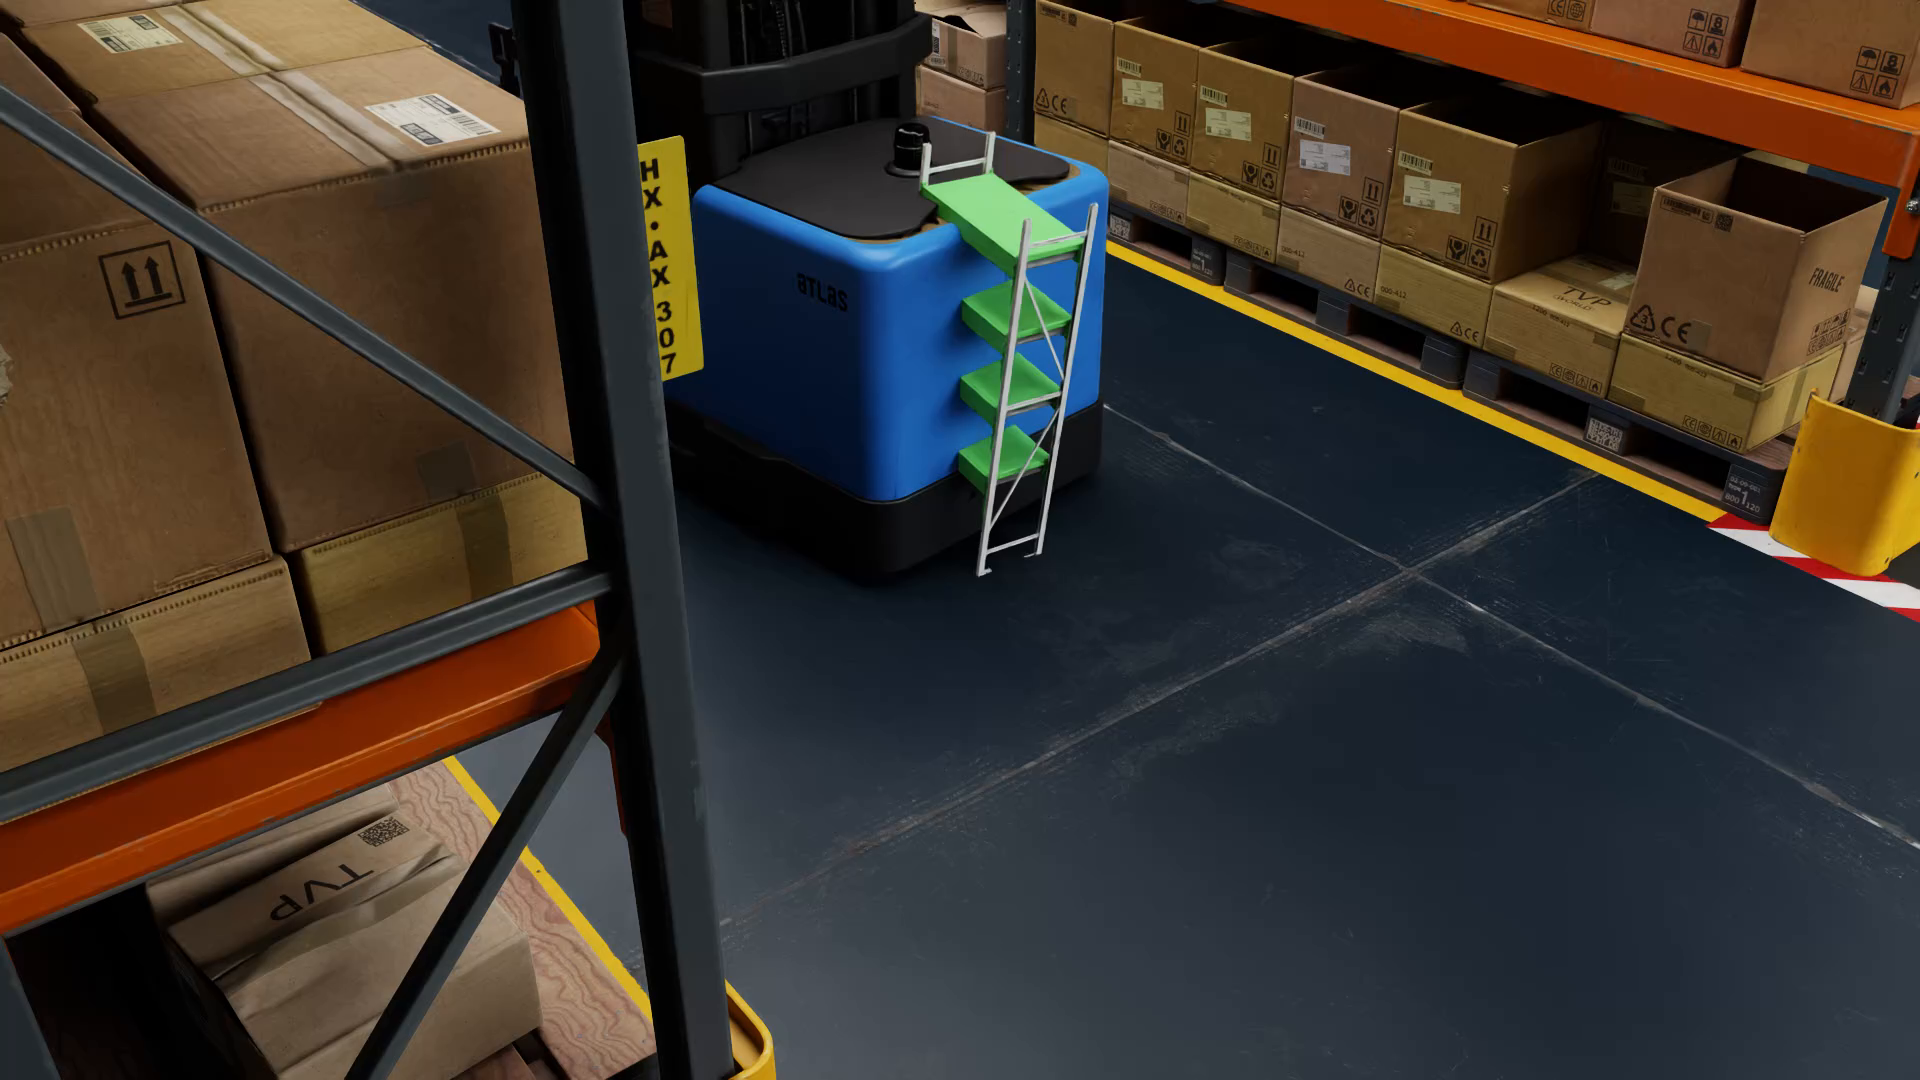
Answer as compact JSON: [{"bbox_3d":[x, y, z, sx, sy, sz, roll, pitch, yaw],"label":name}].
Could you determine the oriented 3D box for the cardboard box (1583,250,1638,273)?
[{"bbox_3d":[2.629,-0.931,6.114,0.500,0.250,0.500,-22,38,-31],"label":"cardboard box"}]

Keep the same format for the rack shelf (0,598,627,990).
[{"bbox_3d":[-2.045,-0.342,3.639,1.077,0.370,4.000,-22,38,-31],"label":"rack shelf"}]

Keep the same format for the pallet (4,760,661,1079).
[{"bbox_3d":[-1.336,0.989,3.458,1.003,0.211,1.213,-22,38,-31],"label":"pallet"}]

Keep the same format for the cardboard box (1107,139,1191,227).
[{"bbox_3d":[0.987,-1.594,7.182,0.500,0.250,0.500,-22,38,-31],"label":"cardboard box"}]

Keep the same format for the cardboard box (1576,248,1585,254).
[{"bbox_3d":[2.323,-1.140,6.450,0.500,0.250,0.500,-22,38,-31],"label":"cardboard box"}]

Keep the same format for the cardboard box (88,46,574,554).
[{"bbox_3d":[-0.874,-0.374,2.421,0.500,0.500,0.500,-22,38,-31],"label":"cardboard box"}]

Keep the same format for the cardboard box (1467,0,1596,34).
[{"bbox_3d":[2.190,-2.086,5.670,0.700,0.500,0.500,-22,38,-31],"label":"cardboard box"}]

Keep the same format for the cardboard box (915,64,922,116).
[{"bbox_3d":[-0.153,-2.386,8.457,0.500,0.250,0.500,-23,39,-32],"label":"cardboard box"}]

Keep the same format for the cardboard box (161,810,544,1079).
[{"bbox_3d":[-1.172,0.824,3.212,0.500,0.311,0.500,-27,41,-36],"label":"cardboard box"}]

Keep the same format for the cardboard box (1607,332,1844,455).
[{"bbox_3d":[2.530,-0.557,5.511,0.500,0.250,0.500,-22,38,-31],"label":"cardboard box"}]

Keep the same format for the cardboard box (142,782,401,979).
[{"bbox_3d":[-1.521,0.586,3.595,0.500,0.311,0.500,-19,37,-28],"label":"cardboard box"}]

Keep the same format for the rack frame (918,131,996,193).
[{"bbox_3d":[-0.060,-0.665,5.074,0.240,1.200,0.015,-18,44,-29],"label":"rack frame"}]

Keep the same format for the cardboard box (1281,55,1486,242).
[{"bbox_3d":[1.598,-1.495,6.312,0.500,0.500,0.500,-22,38,-31],"label":"cardboard box"}]

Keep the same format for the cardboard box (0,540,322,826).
[{"bbox_3d":[-1.258,0.109,2.354,0.500,0.250,0.500,-22,38,-31],"label":"cardboard box"}]

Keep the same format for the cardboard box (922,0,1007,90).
[{"bbox_3d":[0.164,-2.410,7.964,0.500,0.311,0.500,-22,38,-31],"label":"cardboard box"}]

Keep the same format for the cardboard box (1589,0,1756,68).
[{"bbox_3d":[2.490,-1.877,5.334,0.700,0.500,0.500,-21,38,-30],"label":"cardboard box"}]

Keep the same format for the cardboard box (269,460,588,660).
[{"bbox_3d":[-0.867,-0.065,2.635,0.500,0.250,0.500,-24,39,-33],"label":"cardboard box"}]

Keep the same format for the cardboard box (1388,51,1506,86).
[{"bbox_3d":[2.021,-1.669,6.591,0.500,0.500,0.500,-22,38,-31],"label":"cardboard box"}]

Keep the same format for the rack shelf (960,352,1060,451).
[{"bbox_3d":[0.068,-0.480,4.960,0.258,0.148,0.480,-18,44,-29],"label":"rack shelf"}]

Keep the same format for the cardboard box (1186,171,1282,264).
[{"bbox_3d":[1.289,-1.384,6.844,0.500,0.250,0.500,-22,38,-31],"label":"cardboard box"}]

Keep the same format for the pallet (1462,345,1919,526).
[{"bbox_3d":[2.590,-0.539,5.918,1.003,0.211,1.213,-22,38,-31],"label":"pallet"}]

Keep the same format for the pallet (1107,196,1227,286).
[{"bbox_3d":[1.094,-1.556,7.555,1.003,0.211,1.213,-22,38,-31],"label":"pallet"}]

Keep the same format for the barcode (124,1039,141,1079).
[{"bbox_3d":[-1.499,0.942,3.013,0.001,0.075,0.075,-22,38,-31],"label":"barcode"}]

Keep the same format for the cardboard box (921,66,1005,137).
[{"bbox_3d":[0.156,-2.175,8.117,0.500,0.250,0.500,-23,38,-32],"label":"cardboard box"}]

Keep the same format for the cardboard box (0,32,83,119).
[{"bbox_3d":[-1.577,-0.418,2.492,0.500,0.500,0.500,-22,38,-31],"label":"cardboard box"}]

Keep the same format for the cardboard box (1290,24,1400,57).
[{"bbox_3d":[1.703,-1.872,6.919,0.500,0.500,0.500,-22,38,-31],"label":"cardboard box"}]

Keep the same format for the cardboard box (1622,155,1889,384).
[{"bbox_3d":[2.528,-0.874,5.312,0.500,0.500,0.500,-22,38,-31],"label":"cardboard box"}]

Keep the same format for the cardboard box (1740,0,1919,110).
[{"bbox_3d":[2.816,-1.659,4.984,0.700,0.500,0.500,-22,38,-31],"label":"cardboard box"}]

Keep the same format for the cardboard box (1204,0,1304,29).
[{"bbox_3d":[1.394,-2.080,7.252,0.500,0.500,0.500,-22,38,-31],"label":"cardboard box"}]

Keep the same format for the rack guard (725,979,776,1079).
[{"bbox_3d":[-0.865,1.216,2.818,1.175,0.500,0.348,-22,38,-31],"label":"rack guard"}]

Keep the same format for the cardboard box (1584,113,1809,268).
[{"bbox_3d":[2.631,-1.250,5.918,0.500,0.500,0.500,-22,38,-31],"label":"cardboard box"}]

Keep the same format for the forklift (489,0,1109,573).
[{"bbox_3d":[-0.930,-1.821,5.405,3.031,2.935,1.130,28,41,37],"label":"forklift"}]

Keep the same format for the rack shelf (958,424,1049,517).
[{"bbox_3d":[0.044,-0.290,5.105,0.258,0.148,0.480,-18,44,-29],"label":"rack shelf"}]

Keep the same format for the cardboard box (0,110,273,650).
[{"bbox_3d":[-1.276,-0.205,2.150,0.500,0.500,0.500,-23,38,-32],"label":"cardboard box"}]

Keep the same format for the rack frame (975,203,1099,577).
[{"bbox_3d":[0.209,-0.396,4.769,0.240,1.200,0.015,-18,44,-29],"label":"rack frame"}]

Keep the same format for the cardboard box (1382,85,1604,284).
[{"bbox_3d":[1.903,-1.286,5.976,0.500,0.500,0.500,-22,38,-31],"label":"cardboard box"}]

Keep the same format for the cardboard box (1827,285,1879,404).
[{"bbox_3d":[2.939,-0.724,5.781,0.500,0.250,0.500,-22,38,-31],"label":"cardboard box"}]

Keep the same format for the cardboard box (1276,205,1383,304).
[{"bbox_3d":[1.600,-1.178,6.511,0.500,0.250,0.500,-22,38,-31],"label":"cardboard box"}]

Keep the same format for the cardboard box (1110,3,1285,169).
[{"bbox_3d":[0.989,-1.914,6.986,0.500,0.500,0.500,-22,38,-31],"label":"cardboard box"}]

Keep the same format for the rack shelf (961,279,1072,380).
[{"bbox_3d":[0.092,-0.669,4.815,0.258,0.148,0.480,-18,44,-29],"label":"rack shelf"}]

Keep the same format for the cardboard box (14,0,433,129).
[{"bbox_3d":[-1.169,-0.583,2.758,0.500,0.500,0.500,-22,38,-31],"label":"cardboard box"}]

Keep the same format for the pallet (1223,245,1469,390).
[{"bbox_3d":[1.846,-1.047,6.736,1.003,0.211,1.213,-22,38,-31],"label":"pallet"}]

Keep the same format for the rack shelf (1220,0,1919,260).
[{"bbox_3d":[1.866,-1.946,6.222,1.077,0.370,4.000,-22,38,-31],"label":"rack shelf"}]

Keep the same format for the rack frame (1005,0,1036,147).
[{"bbox_3d":[0.639,-3.085,7.375,1.000,3.000,0.127,-22,38,-31],"label":"rack frame"}]

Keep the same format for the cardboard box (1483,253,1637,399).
[{"bbox_3d":[2.214,-0.761,5.840,0.500,0.250,0.500,-22,38,-31],"label":"cardboard box"}]

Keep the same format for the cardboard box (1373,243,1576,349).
[{"bbox_3d":[1.906,-0.969,6.175,0.500,0.250,0.500,-22,38,-31],"label":"cardboard box"}]

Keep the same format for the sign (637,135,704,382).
[{"bbox_3d":[-0.390,-0.357,2.162,0.100,0.325,0.005,-22,38,-31],"label":"sign"}]

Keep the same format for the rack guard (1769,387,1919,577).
[{"bbox_3d":[3.107,-0.346,5.334,1.175,0.500,0.348,-22,38,-31],"label":"rack guard"}]

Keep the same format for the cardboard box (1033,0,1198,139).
[{"bbox_3d":[0.676,-2.120,7.317,0.500,0.500,0.500,-22,38,-31],"label":"cardboard box"}]

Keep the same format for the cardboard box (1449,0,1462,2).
[{"bbox_3d":[1.864,-2.304,6.021,0.700,0.500,0.500,-21,38,-30],"label":"cardboard box"}]

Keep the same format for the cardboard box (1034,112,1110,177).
[{"bbox_3d":[0.684,-1.804,7.520,0.500,0.250,0.500,-22,38,-31],"label":"cardboard box"}]

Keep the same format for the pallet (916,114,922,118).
[{"bbox_3d":[0.157,-2.195,8.584,1.003,0.211,1.213,-22,38,-31],"label":"pallet"}]

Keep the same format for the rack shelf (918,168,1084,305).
[{"bbox_3d":[0.116,-0.859,4.670,0.258,0.148,0.480,-18,44,-29],"label":"rack shelf"}]

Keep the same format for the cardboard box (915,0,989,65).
[{"bbox_3d":[-0.160,-2.625,8.310,0.500,0.311,0.500,-21,38,-30],"label":"cardboard box"}]

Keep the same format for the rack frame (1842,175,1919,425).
[{"bbox_3d":[3.092,-1.418,4.690,1.000,3.000,0.127,-22,38,-31],"label":"rack frame"}]

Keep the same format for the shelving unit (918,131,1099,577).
[{"bbox_3d":[0.074,-0.530,4.922,0.258,1.200,0.503,-18,44,-29],"label":"shelving unit"}]

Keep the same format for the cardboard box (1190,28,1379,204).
[{"bbox_3d":[1.290,-1.703,6.646,0.500,0.500,0.500,-22,38,-31],"label":"cardboard box"}]

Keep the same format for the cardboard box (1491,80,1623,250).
[{"bbox_3d":[2.314,-1.455,6.246,0.500,0.500,0.500,-22,38,-31],"label":"cardboard box"}]

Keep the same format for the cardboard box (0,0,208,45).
[{"bbox_3d":[-1.481,-0.800,3.108,0.500,0.500,0.500,-24,39,-33],"label":"cardboard box"}]
